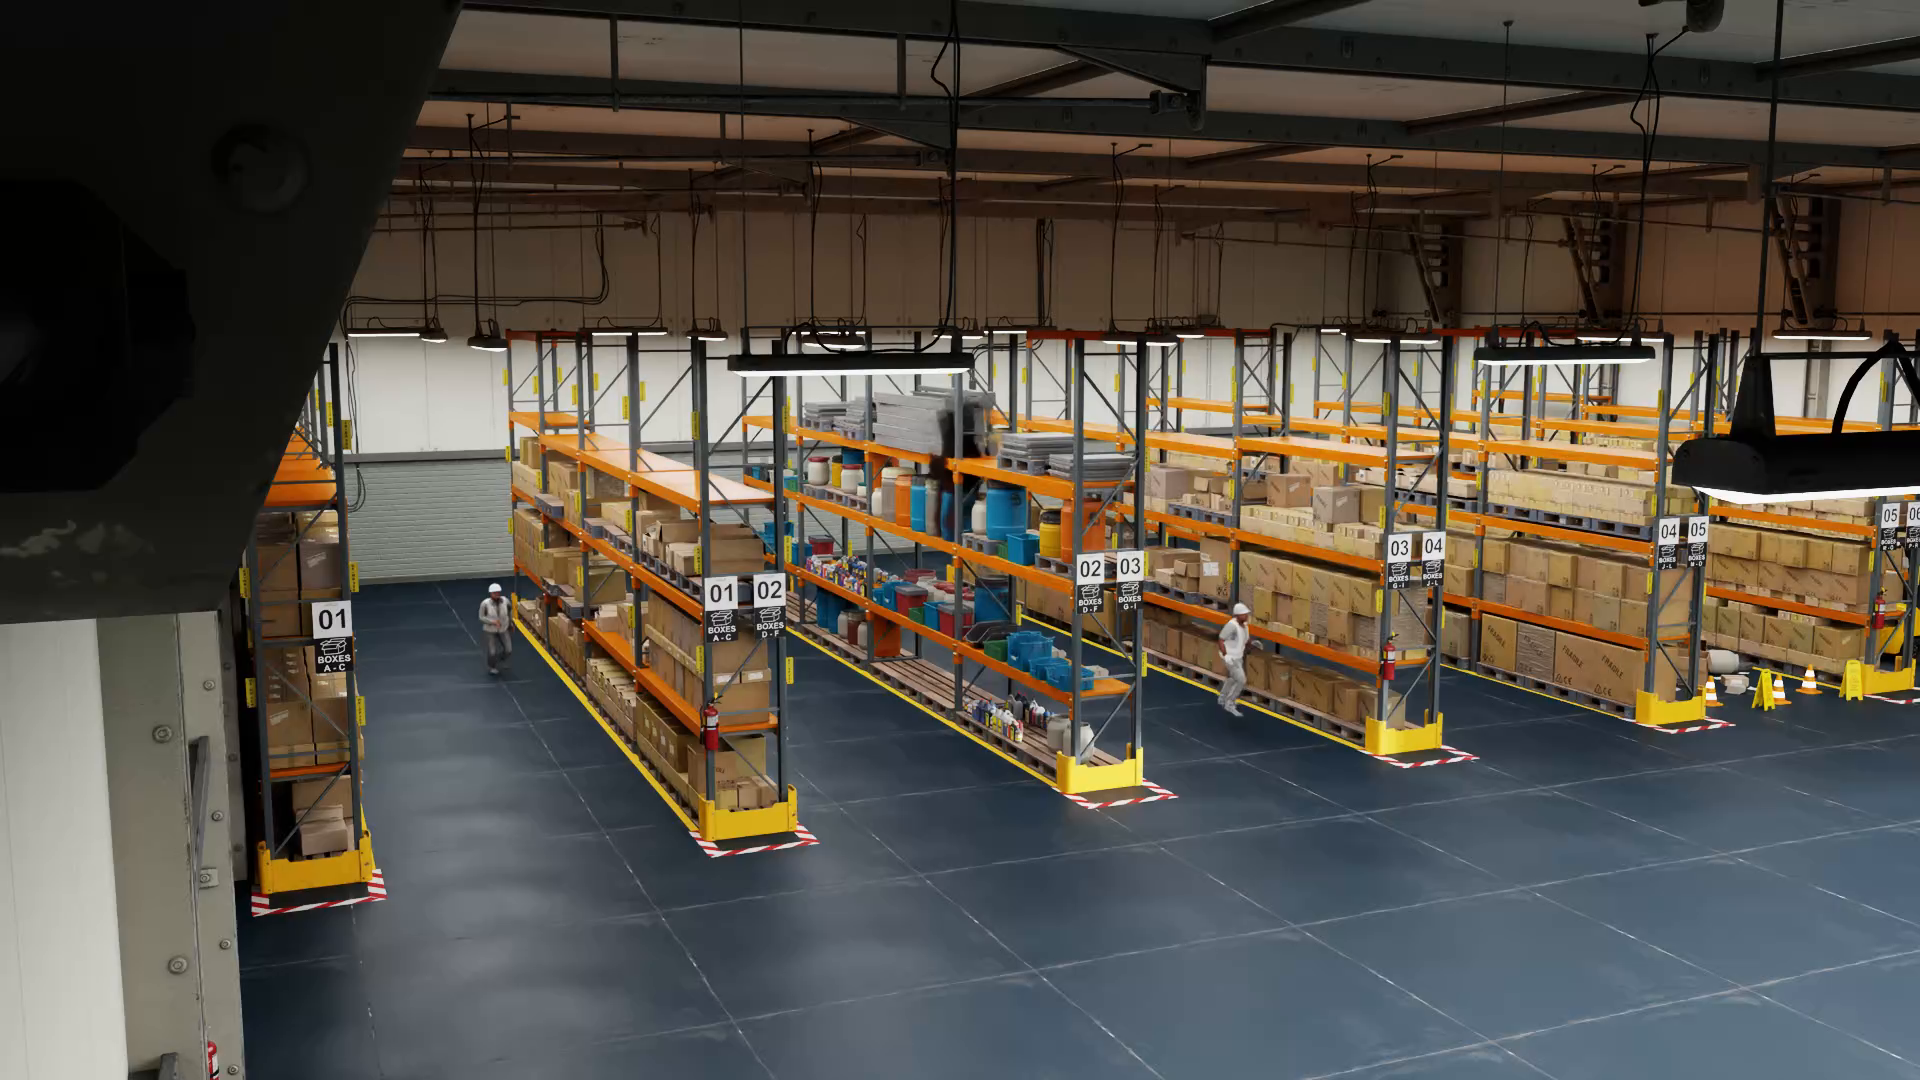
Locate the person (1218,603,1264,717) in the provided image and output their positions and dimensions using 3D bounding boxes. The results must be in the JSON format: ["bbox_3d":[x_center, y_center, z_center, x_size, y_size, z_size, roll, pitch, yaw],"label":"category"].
[{"bbox_3d":[4.220,1.802,25.335,0.751,1.744,0.705,4,9,29],"label":"person"}]

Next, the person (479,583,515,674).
[{"bbox_3d":[-8.103,1.560,29.103,0.651,1.664,0.780,-5,9,-32],"label":"person"}]

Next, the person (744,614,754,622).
[{"bbox_3d":[-4.116,1.063,32.533,0.695,1.724,0.672,-3,8,-21],"label":"person"}]
